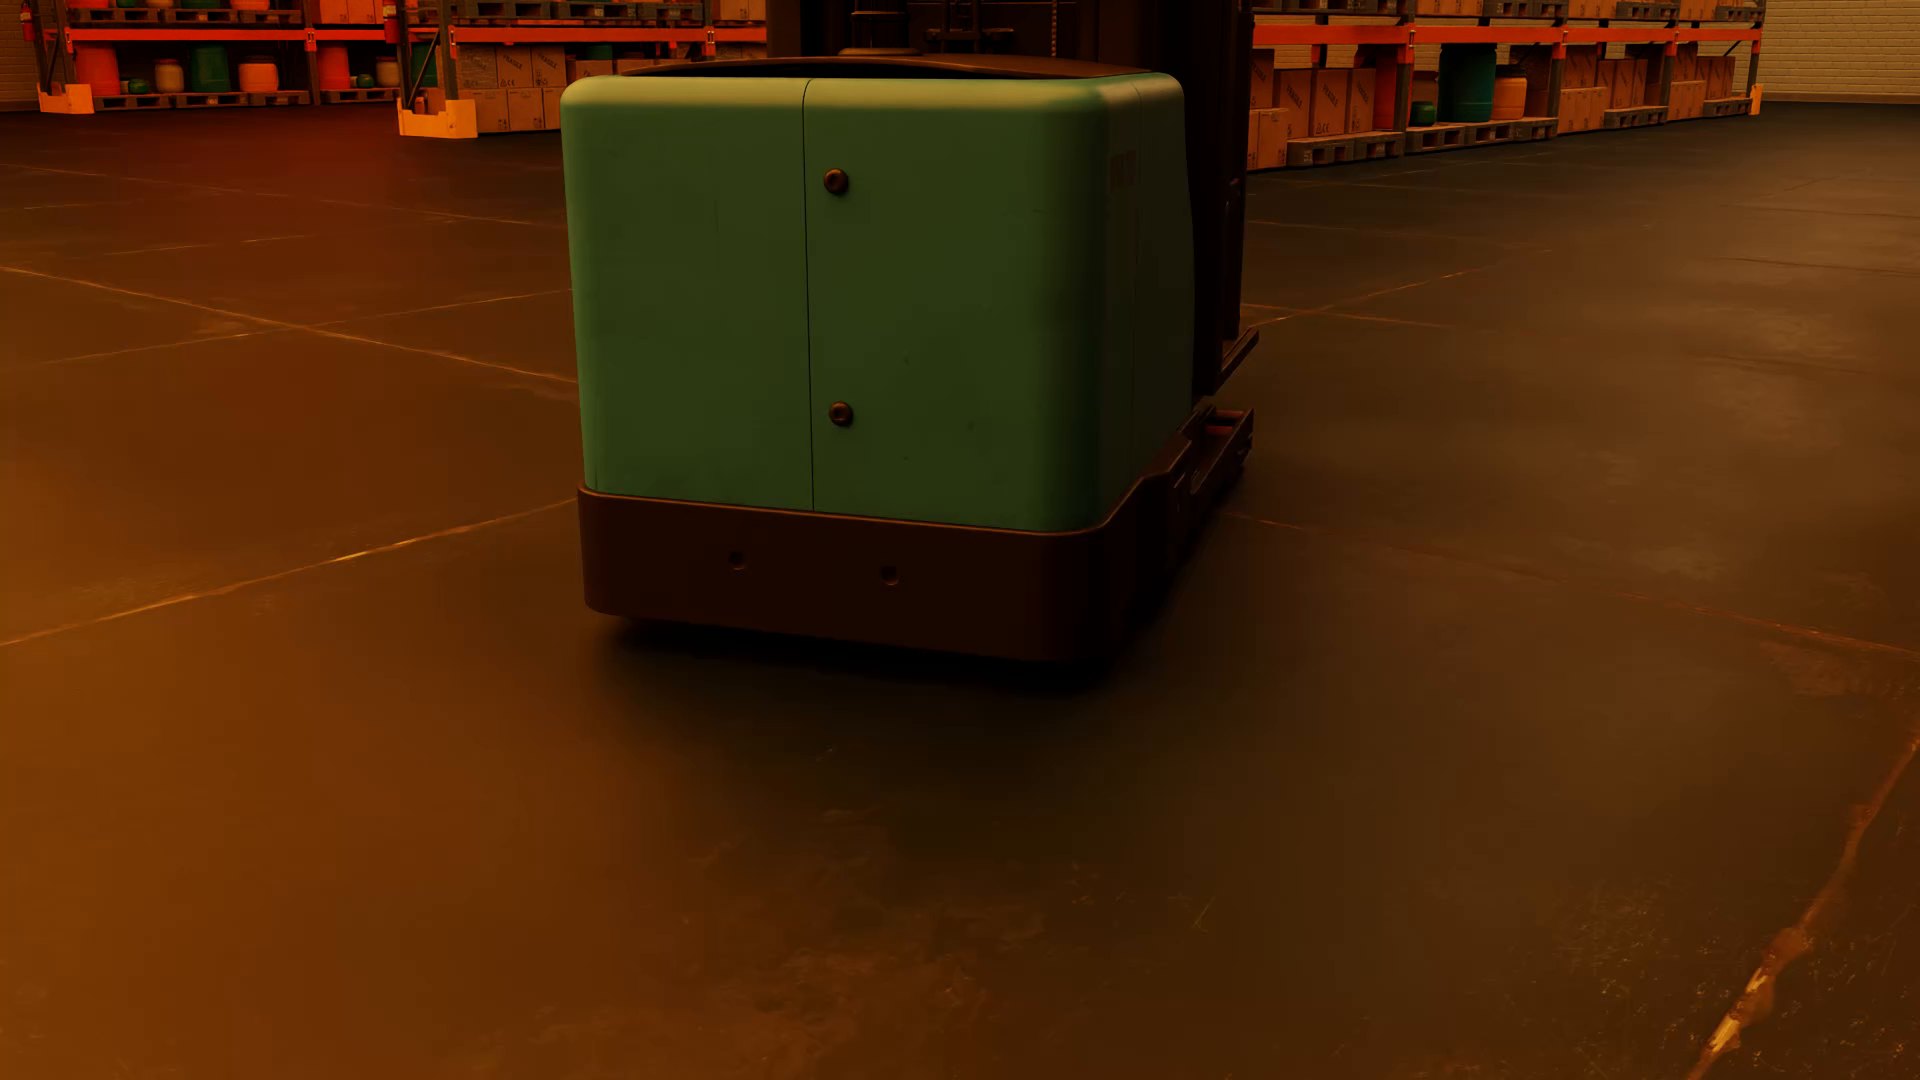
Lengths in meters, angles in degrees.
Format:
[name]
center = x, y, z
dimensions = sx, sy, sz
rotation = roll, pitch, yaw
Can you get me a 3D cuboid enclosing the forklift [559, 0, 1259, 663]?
[forklift]
center = 0.182, -1.571, 4.072
dimensions = 1.130, 2.935, 3.031
rotation = 5, 18, 17
